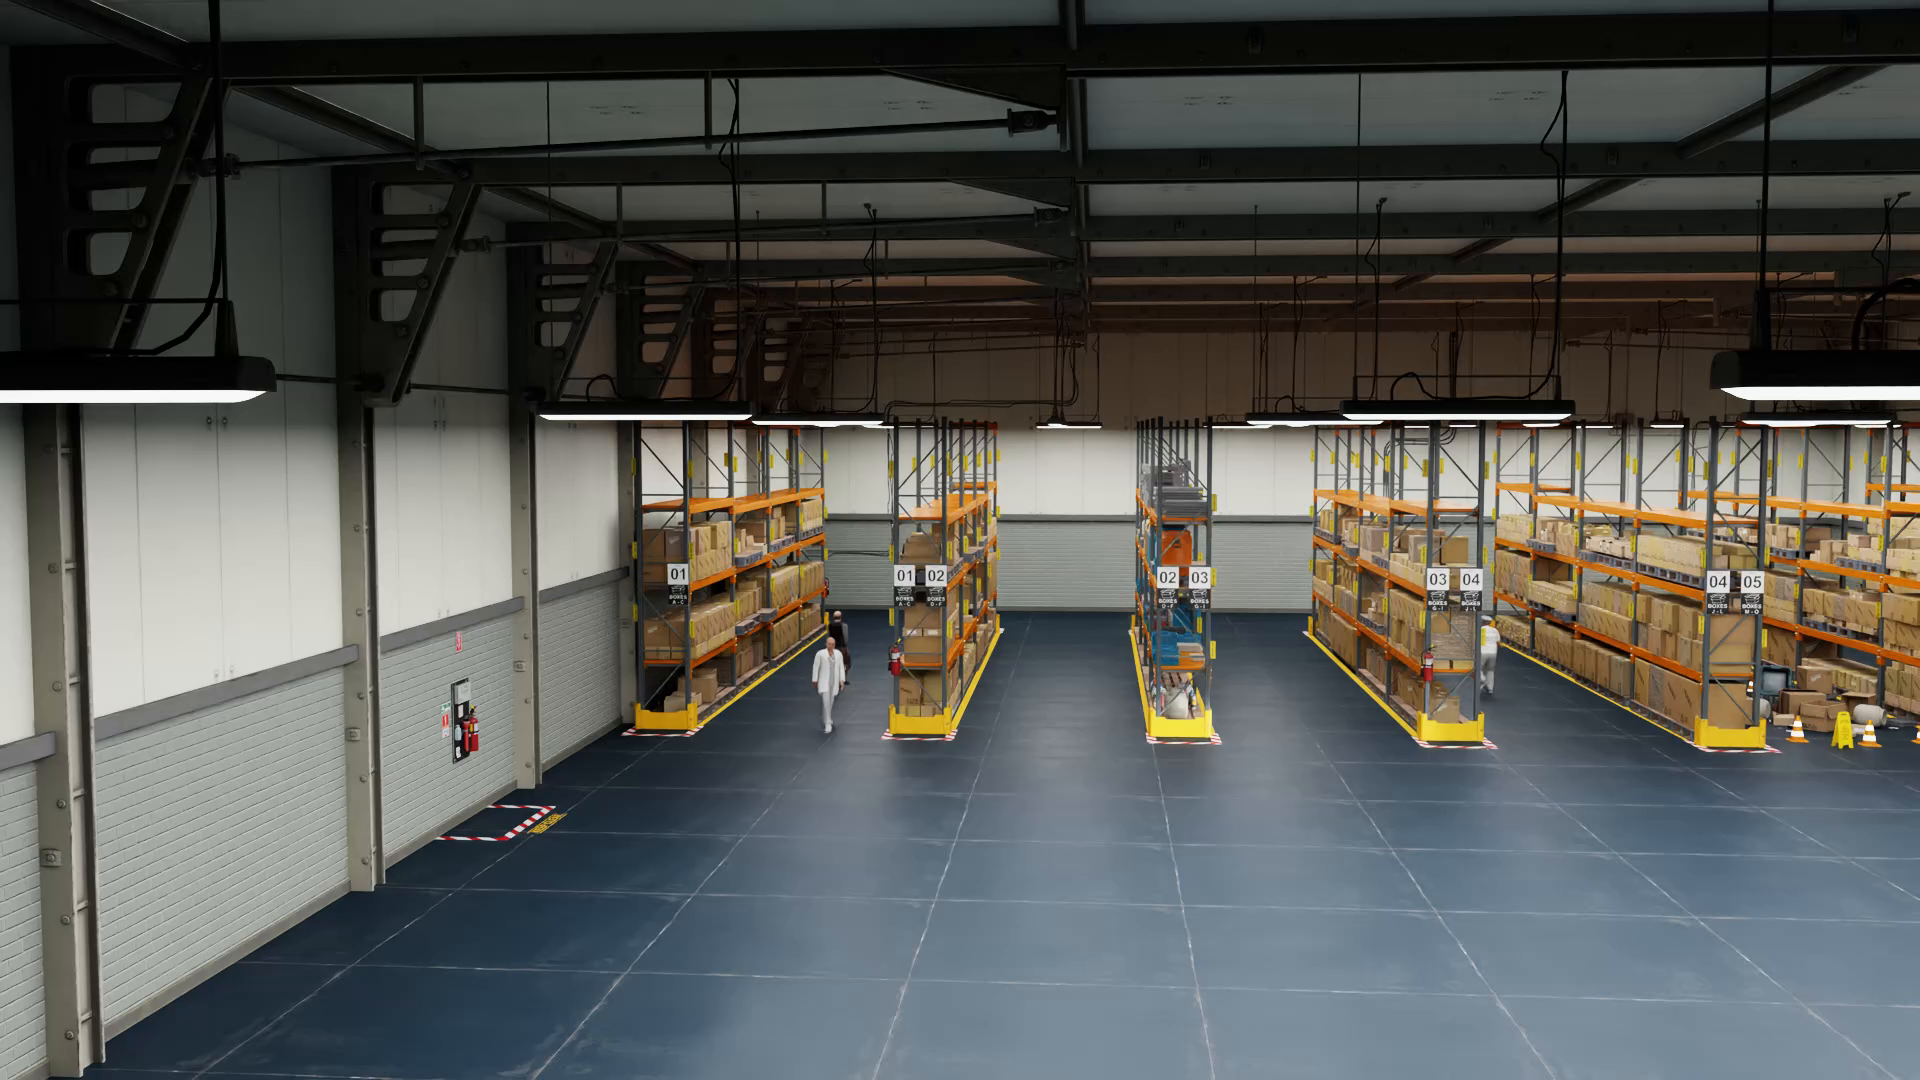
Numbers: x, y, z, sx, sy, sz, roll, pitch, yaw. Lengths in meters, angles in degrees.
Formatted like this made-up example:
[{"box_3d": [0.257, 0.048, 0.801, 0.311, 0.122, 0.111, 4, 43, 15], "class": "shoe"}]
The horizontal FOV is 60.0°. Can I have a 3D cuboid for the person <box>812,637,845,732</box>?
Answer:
[{"box_3d": [-2.514, 2.744, 32.038, 0.600, 1.754, 0.959, -2, 4, -31], "class": "person"}]

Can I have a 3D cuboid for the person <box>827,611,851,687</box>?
[{"box_3d": [-2.714, 2.437, 37.098, 0.578, 1.711, 0.478, 1, 4, 16], "class": "person"}]

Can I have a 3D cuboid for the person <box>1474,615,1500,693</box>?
[{"box_3d": [11.592, 2.506, 36.628, 0.613, 1.662, 0.764, 0, 4, 6], "class": "person"}]
